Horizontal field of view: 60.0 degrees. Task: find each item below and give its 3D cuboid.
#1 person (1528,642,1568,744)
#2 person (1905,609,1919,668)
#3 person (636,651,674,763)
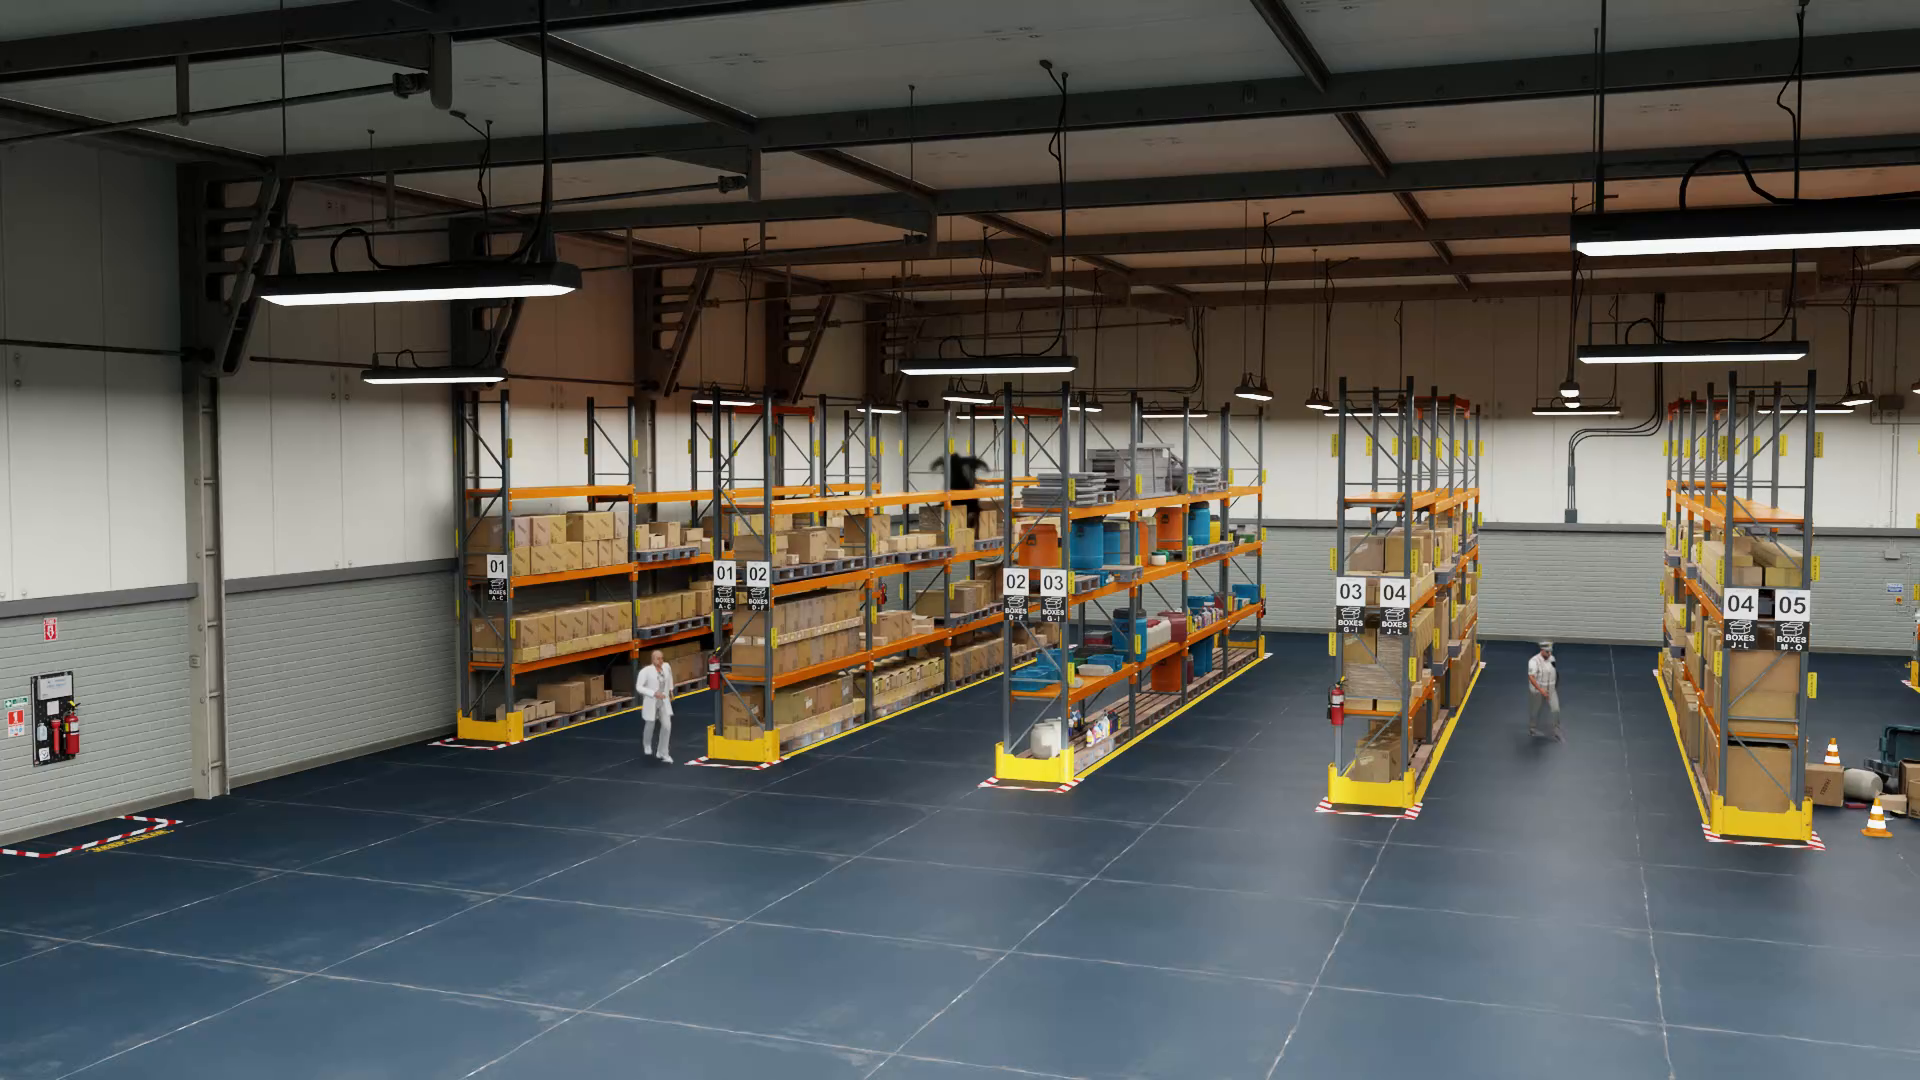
[{"bbox_3d":[10.001,2.612,28.525,0.616,1.777,0.833,0,3,-4],"label":"person"},{"bbox_3d":[21.828,2.022,37.488,0.976,1.764,0.676,0,3,3],"label":"person"},{"bbox_3d":[-4.918,2.706,26.734,0.702,1.703,0.903,-2,4,-29],"label":"person"}]
